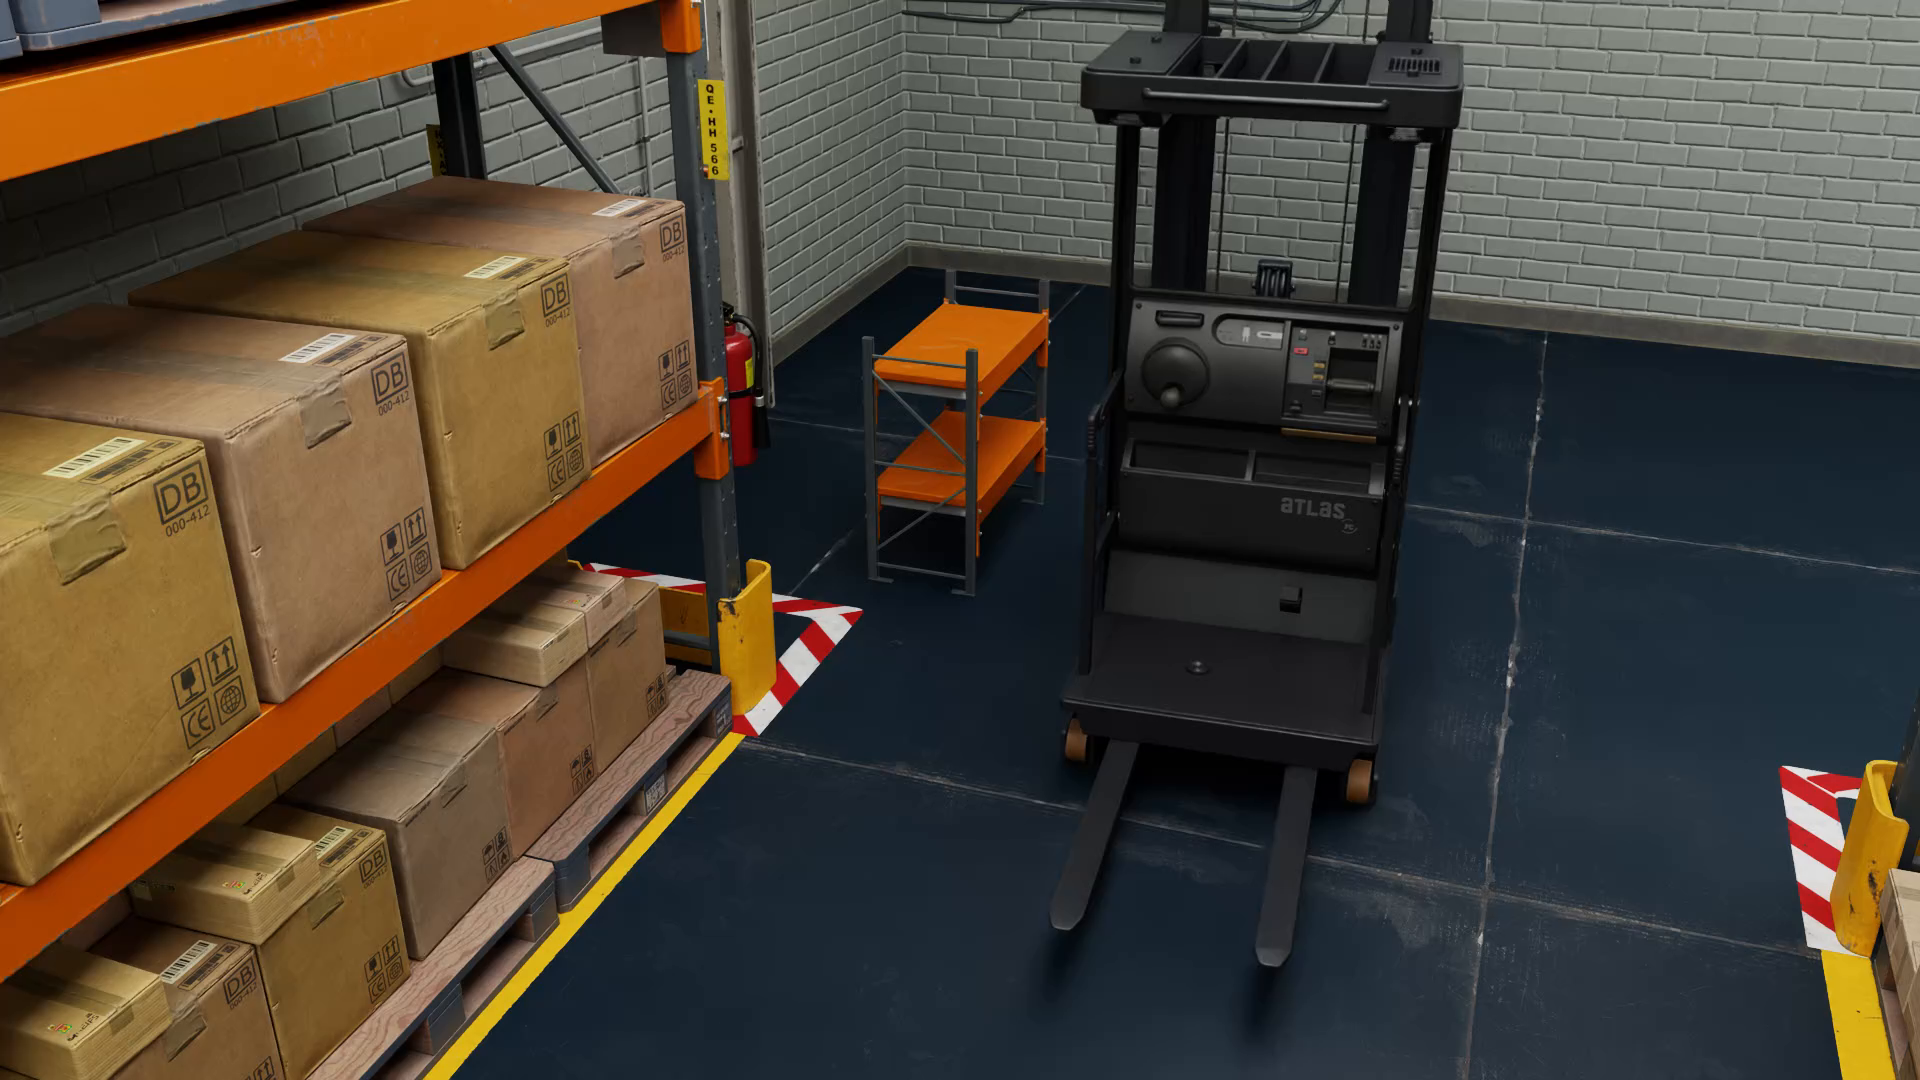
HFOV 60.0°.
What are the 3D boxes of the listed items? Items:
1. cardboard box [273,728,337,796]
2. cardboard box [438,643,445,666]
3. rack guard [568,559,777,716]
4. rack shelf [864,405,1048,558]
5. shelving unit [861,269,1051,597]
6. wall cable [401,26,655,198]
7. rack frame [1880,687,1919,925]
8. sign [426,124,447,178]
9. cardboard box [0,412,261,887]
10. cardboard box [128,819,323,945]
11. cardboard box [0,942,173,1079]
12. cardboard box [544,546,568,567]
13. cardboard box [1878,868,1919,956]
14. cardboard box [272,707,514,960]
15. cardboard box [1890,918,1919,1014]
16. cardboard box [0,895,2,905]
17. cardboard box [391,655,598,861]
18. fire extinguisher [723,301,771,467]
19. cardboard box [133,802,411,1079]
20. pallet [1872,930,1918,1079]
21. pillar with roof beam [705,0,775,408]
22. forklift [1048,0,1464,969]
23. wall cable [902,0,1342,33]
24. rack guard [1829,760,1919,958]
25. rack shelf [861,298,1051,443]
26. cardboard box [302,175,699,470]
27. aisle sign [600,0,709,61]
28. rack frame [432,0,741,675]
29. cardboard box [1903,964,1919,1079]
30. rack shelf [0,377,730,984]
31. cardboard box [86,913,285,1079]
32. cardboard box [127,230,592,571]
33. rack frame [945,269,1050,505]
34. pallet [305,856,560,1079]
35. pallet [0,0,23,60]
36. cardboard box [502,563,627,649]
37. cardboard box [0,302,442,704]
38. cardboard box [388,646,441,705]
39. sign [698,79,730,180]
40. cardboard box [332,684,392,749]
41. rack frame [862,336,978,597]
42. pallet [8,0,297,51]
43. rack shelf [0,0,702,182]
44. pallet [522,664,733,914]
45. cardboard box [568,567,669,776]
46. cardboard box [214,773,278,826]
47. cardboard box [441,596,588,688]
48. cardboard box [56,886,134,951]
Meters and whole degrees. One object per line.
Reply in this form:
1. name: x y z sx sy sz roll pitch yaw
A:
1. cardboard box: -2.032 0.573 4.767 0.380 0.149 0.250 9 27 18
2. cardboard box: -1.779 0.260 5.413 0.380 0.149 0.250 9 27 18
3. rack guard: -1.318 0.301 6.555 1.175 0.500 0.348 9 27 17
4. rack shelf: 0.002 -0.289 7.617 0.538 0.278 1.000 9 27 17
5. shelving unit: 0.002 -0.509 7.511 0.538 1.125 1.048 9 27 17
6. wall cable: -1.792 -1.935 7.138 0.084 1.984 1.851 9 27 17
7. rack frame: 3.347 -0.097 4.509 1.000 3.000 0.127 9 27 17
8. sign: -1.847 -1.323 5.955 0.100 0.325 0.005 9 27 17
9. cardboard box: -2.213 0.175 3.603 0.980 0.700 0.700 8 27 16
10. cardboard box: -1.852 0.852 4.190 0.380 0.149 0.250 8 27 16
11. cardboard box: -2.025 1.067 3.747 0.380 0.149 0.250 10 27 19
12. cardboard box: -1.611 0.052 5.844 0.380 0.149 0.250 9 27 18
13. cardboard box: 2.883 1.110 4.782 0.380 0.149 0.250 9 27 17
14. cardboard box: -1.798 0.836 4.967 0.700 0.500 0.500 8 27 16
15. cardboard box: 2.800 1.205 4.566 0.380 0.166 0.250 9 27 17
16. cardboard box: -2.461 0.474 2.985 0.980 0.700 0.700 9 27 18
17. cardboard box: -1.631 0.630 5.394 0.700 0.500 0.500 9 27 17
18. fire extinguisher: -0.840 -0.607 6.078 0.296 0.674 0.183 9 27 17
19. cardboard box: -1.968 1.057 4.512 0.700 0.500 0.500 9 27 19
20. pallet: 3.057 1.517 4.376 1.003 0.211 1.213 9 27 17
21. pillar with roof beam: 2.817 -4.125 5.944 9.100 9.000 0.400 9 27 17
22. forklift: 0.992 -0.578 5.579 1.130 2.935 3.031 7 27 14
23. wall cable: 0.893 -4.389 10.053 3.097 2.526 0.112 9 27 17
24. rack guard: 3.322 1.059 4.989 1.175 0.500 0.348 9 27 17
25. rack shelf: 0.002 -0.772 7.383 0.538 0.278 1.000 9 27 17
26. cardboard box: -1.486 -0.738 5.489 0.980 0.700 0.700 10 28 20
27. aisle sign: -1.019 -1.970 5.394 0.394 0.787 0.004 9 27 17
28. rack frame: -1.326 -0.814 5.990 1.000 3.000 0.127 9 27 17
29. cardboard box: 2.732 1.330 4.212 0.500 0.250 0.500 9 27 17
30. rack shelf: -1.991 0.331 4.449 1.077 0.370 4.000 9 27 17
31. cardboard box: -2.141 1.267 4.077 0.700 0.500 0.500 8 27 17
32. cardboard box: -1.718 -0.438 4.868 0.980 0.700 0.700 9 27 17
33. rack frame: 0.171 -0.718 7.942 0.500 1.125 0.032 9 27 17
34. pallet: -1.926 1.280 4.863 1.003 0.211 1.213 9 27 17
35. pallet: -2.375 -0.815 2.652 1.003 0.211 1.213 9 27 17
36. cardboard box: -1.335 0.211 5.514 0.380 0.149 0.250 8 27 17
37. cardboard box: -1.980 -0.126 4.223 0.980 0.700 0.700 7 27 15
38. cardboard box: -1.863 0.363 5.201 0.380 0.149 0.250 9 27 18
39. sign: -0.819 -1.358 5.512 0.100 0.325 0.005 9 27 17
40. cardboard box: -1.947 0.467 4.985 0.380 0.149 0.250 9 27 18
41. rack frame: -0.167 -0.300 7.079 0.500 1.125 0.032 9 27 17
42. pallet: -1.967 -1.315 3.684 1.003 0.211 1.213 9 27 17
43. rack shelf: -1.991 -1.019 3.795 1.077 0.370 4.000 9 27 17
44. pallet: -1.518 0.781 5.895 1.003 0.211 1.213 9 27 17
45. cardboard box: -1.464 0.424 5.819 0.700 0.500 0.500 9 27 17
46. cardboard box: -2.116 0.677 4.552 0.380 0.149 0.250 8 27 17
47. cardboard box: -1.420 0.316 5.297 0.380 0.149 0.250 9 27 19
48. cardboard box: -2.286 0.887 4.119 0.380 0.149 0.250 8 27 16
